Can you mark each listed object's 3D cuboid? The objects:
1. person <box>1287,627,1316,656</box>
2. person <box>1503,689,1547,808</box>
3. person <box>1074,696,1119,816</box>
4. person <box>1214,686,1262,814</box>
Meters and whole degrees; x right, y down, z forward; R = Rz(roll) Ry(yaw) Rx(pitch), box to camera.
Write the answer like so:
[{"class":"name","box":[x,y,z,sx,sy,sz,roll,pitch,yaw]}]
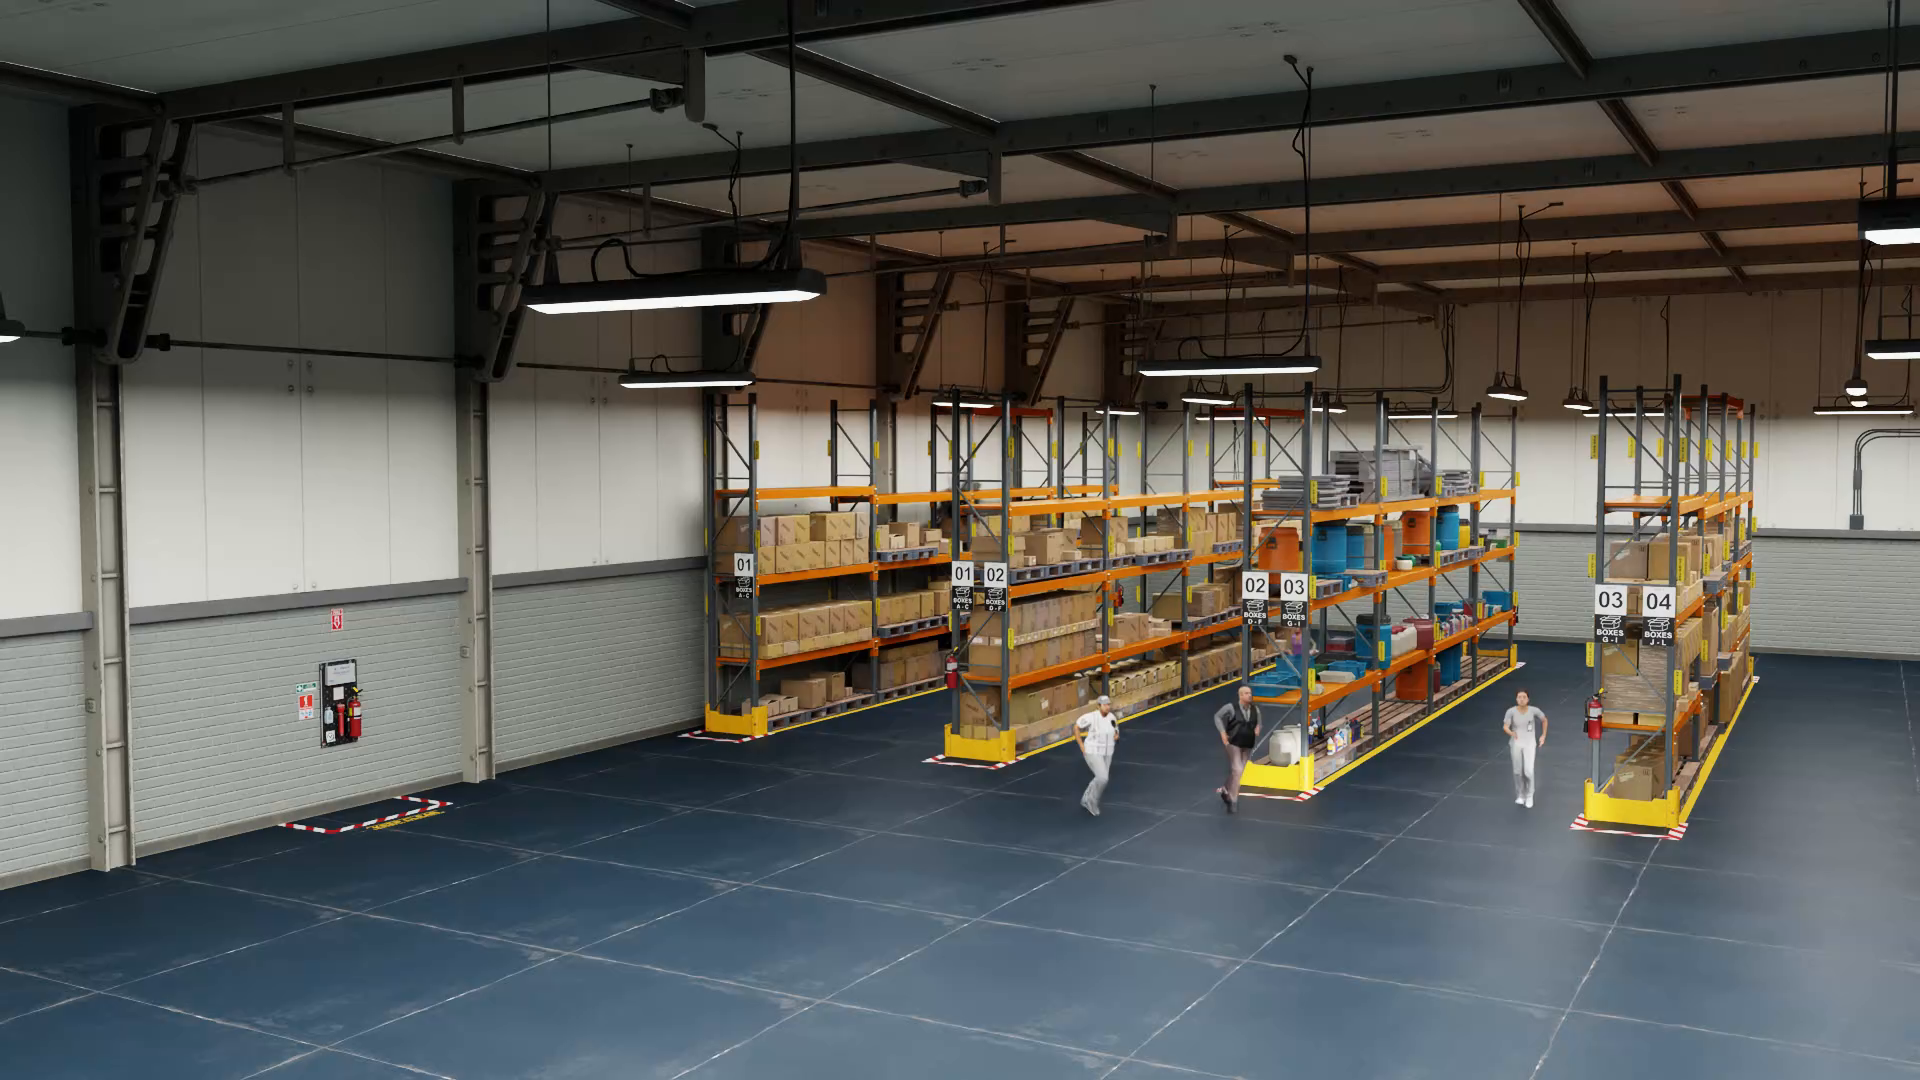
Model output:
[{"class":"person","box":[6.824,2.431,33.353,0.560,1.558,0.605,2,4,31]},{"class":"person","box":[7.902,2.921,23.290,0.579,1.680,0.674,1,3,22]},{"class":"person","box":[1.905,2.952,22.814,0.588,1.658,0.726,-2,4,-34]},{"class":"person","box":[3.913,2.914,23.226,0.649,1.757,0.787,-1,3,-20]}]
